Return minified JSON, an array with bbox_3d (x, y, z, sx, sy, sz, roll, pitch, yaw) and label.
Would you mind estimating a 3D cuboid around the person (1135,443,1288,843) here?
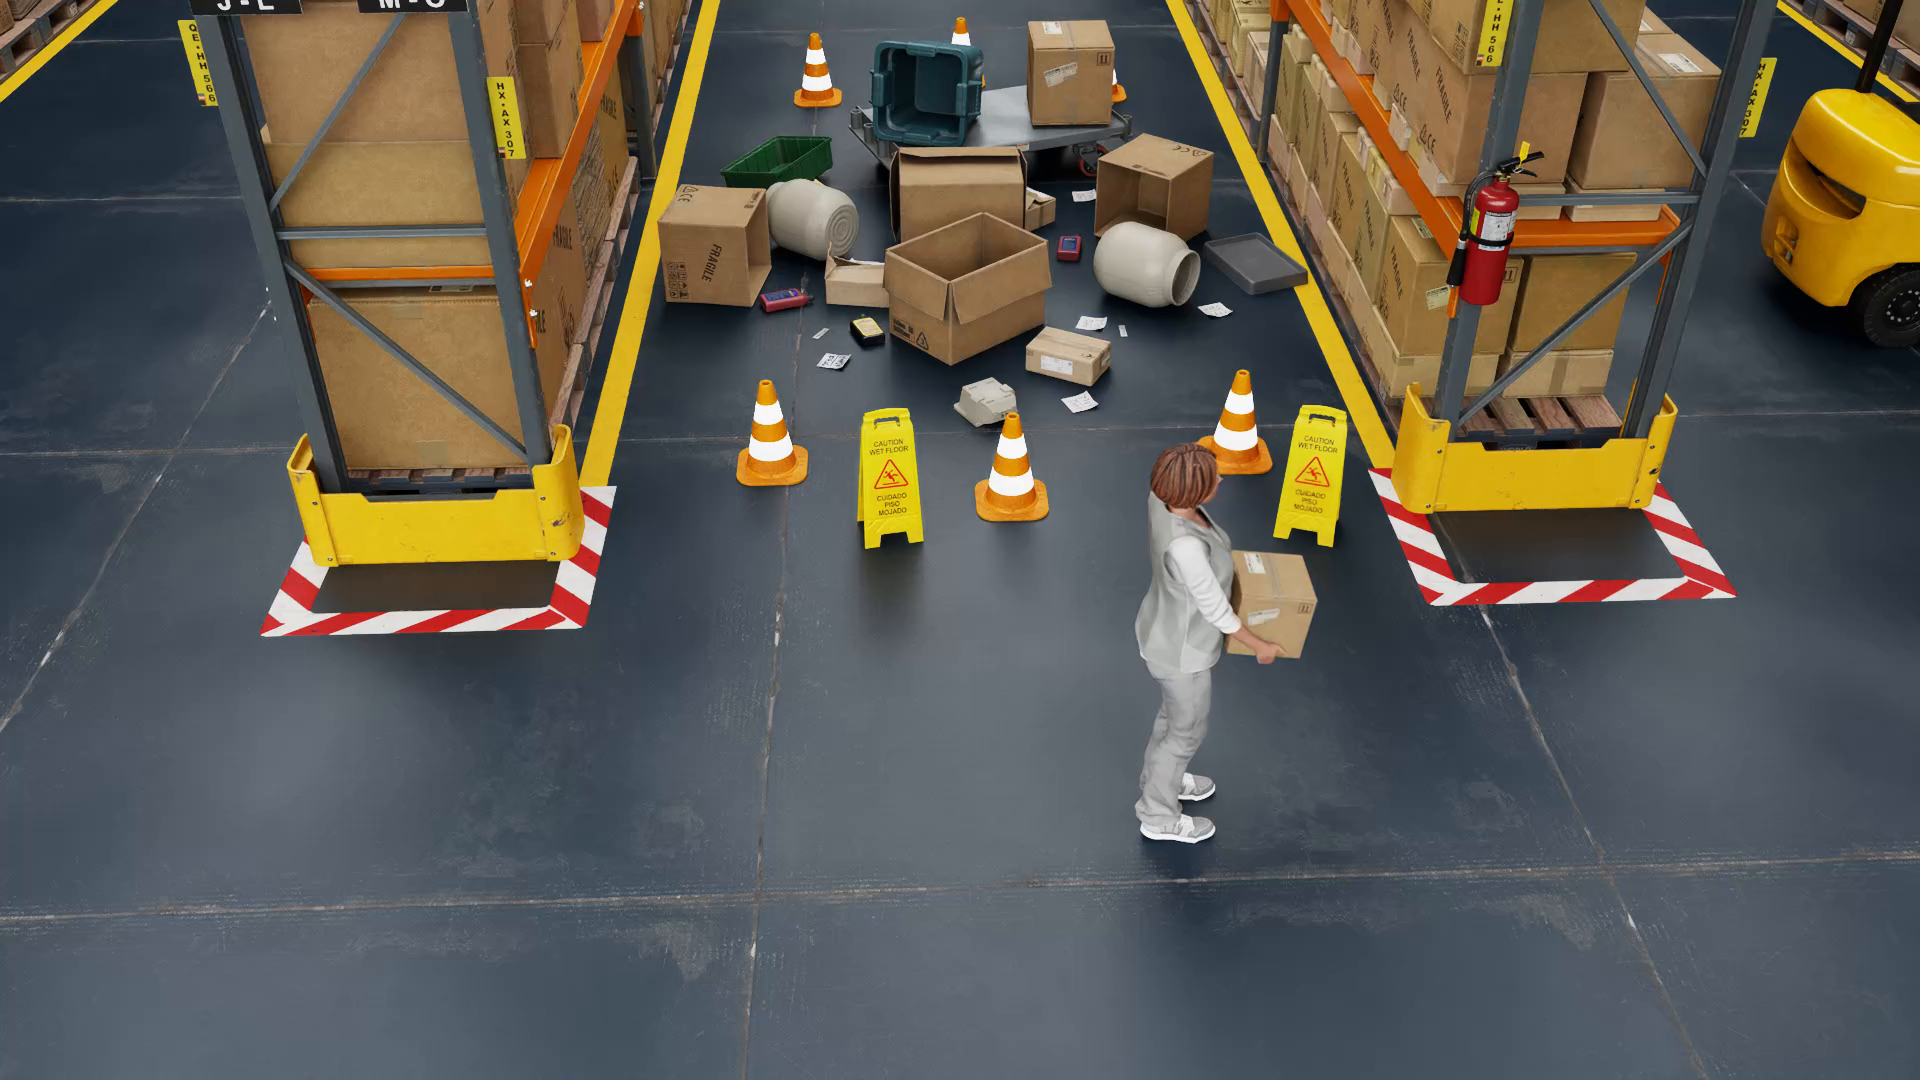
[{"bbox_3d":[0.841,0.356,5.665,0.490,1.595,0.405,-1,36,-1],"label":"person"}]
